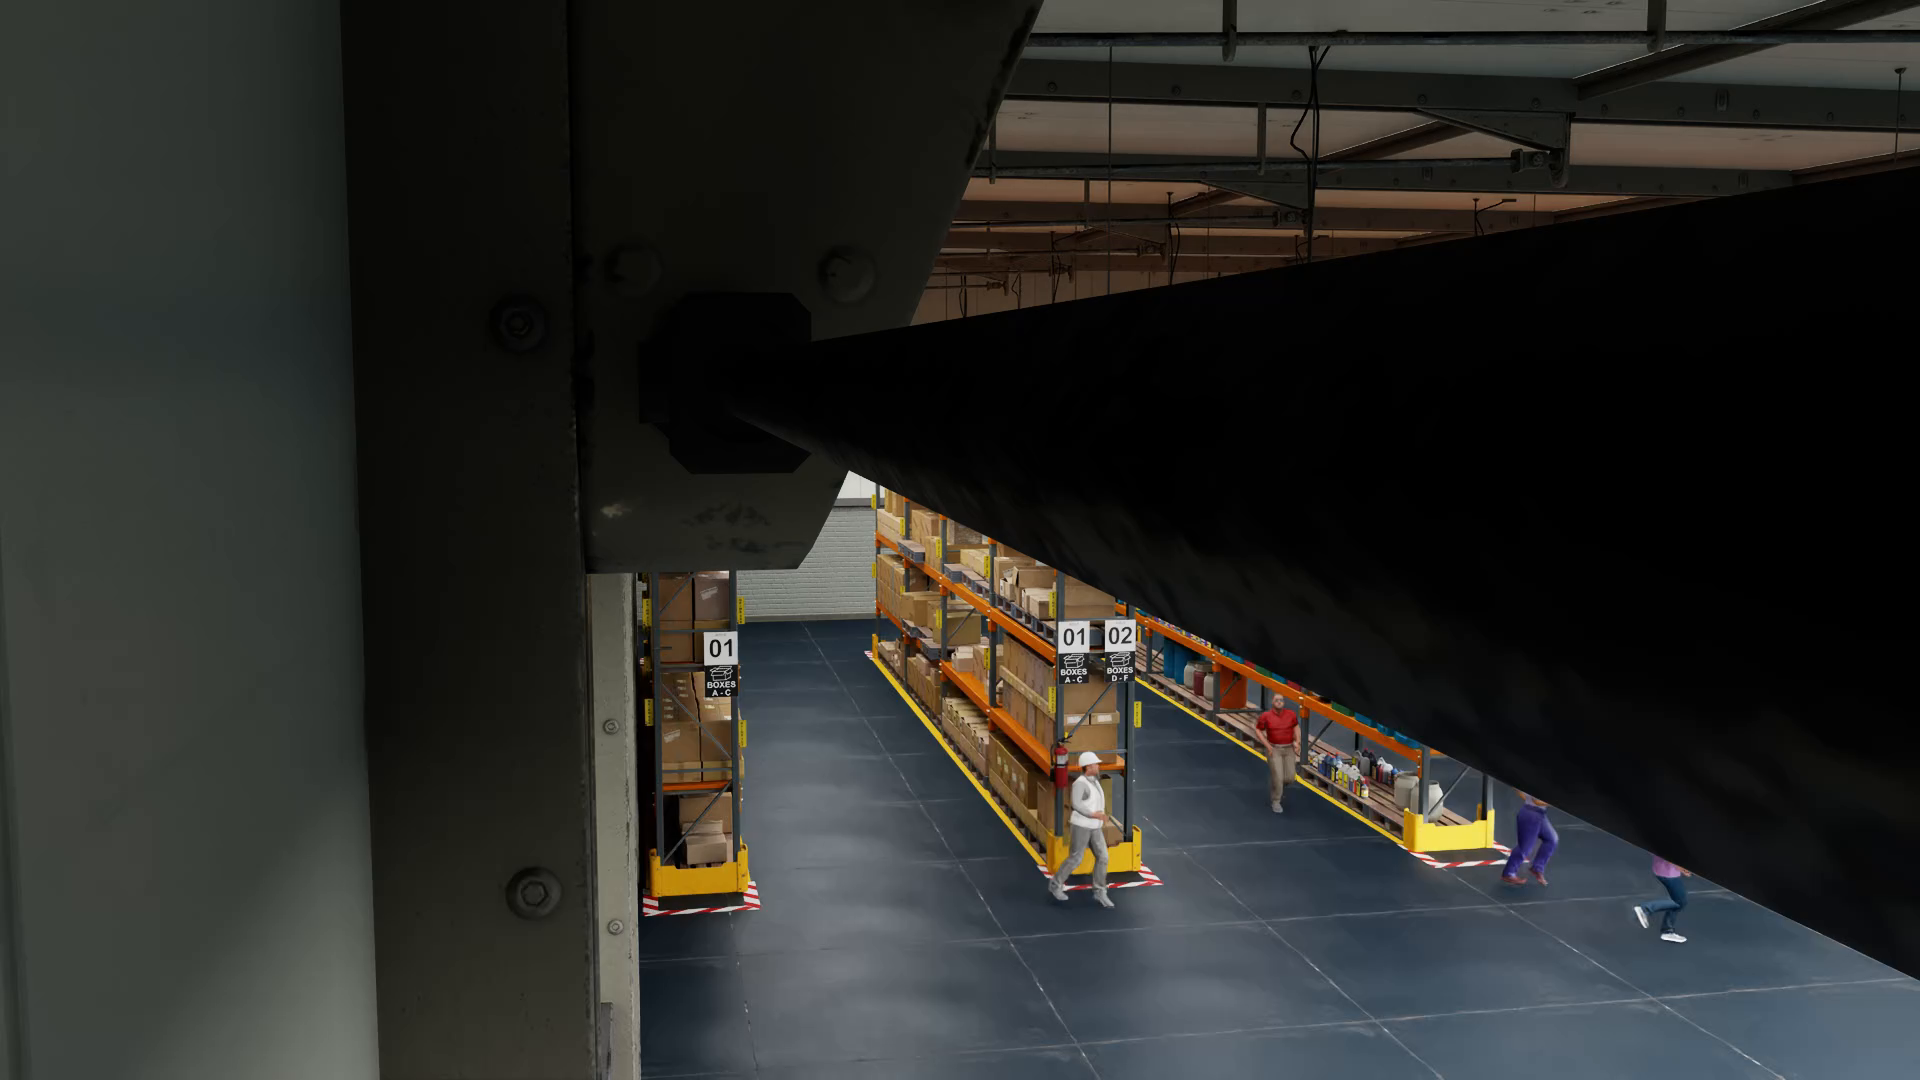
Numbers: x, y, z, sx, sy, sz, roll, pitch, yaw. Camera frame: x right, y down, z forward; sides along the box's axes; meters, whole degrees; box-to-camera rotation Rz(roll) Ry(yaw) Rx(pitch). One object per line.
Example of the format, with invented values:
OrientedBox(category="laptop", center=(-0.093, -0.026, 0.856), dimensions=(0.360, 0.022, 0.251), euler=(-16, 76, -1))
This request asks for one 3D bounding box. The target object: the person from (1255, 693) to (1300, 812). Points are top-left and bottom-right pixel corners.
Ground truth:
OrientedBox(category="person", center=(4.591, 3.043, 23.959), dimensions=(0.661, 1.697, 0.542), euler=(-1, 6, -8))

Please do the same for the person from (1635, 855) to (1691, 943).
OrientedBox(category="person", center=(7.761, 3.679, 18.401), dimensions=(0.590, 1.561, 0.537), euler=(1, 6, 5))

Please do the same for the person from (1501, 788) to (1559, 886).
OrientedBox(category="person", center=(7.037, 3.437, 20.379), dimensions=(0.717, 1.678, 0.614), euler=(2, 6, 22))

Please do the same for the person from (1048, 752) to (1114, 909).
OrientedBox(category="person", center=(1.528, 3.420, 19.805), dimensions=(0.800, 1.800, 0.713), euler=(3, 7, 29))
